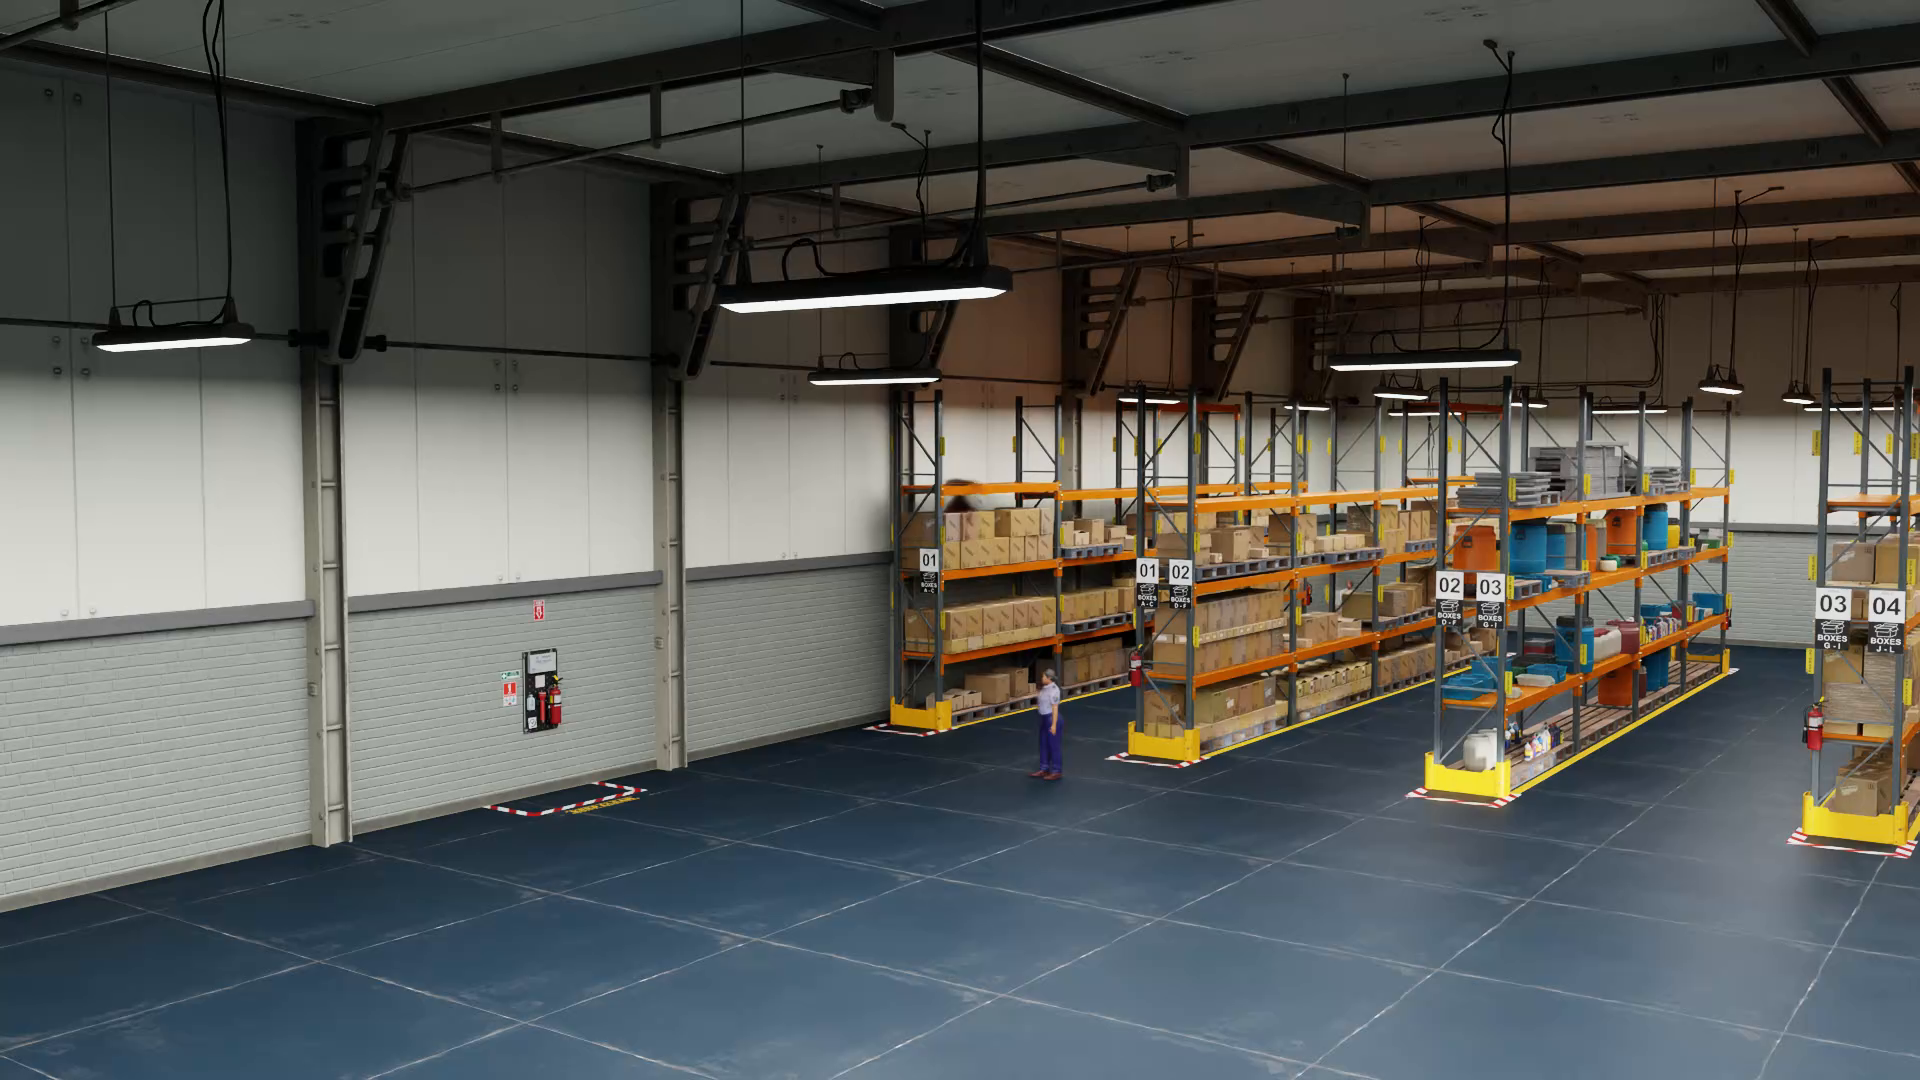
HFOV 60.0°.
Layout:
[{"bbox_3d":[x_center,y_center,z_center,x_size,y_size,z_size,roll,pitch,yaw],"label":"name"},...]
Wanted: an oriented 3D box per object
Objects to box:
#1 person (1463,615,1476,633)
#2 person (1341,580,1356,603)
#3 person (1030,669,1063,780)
[{"bbox_3d":[12.954,1.837,41.616,0.459,1.629,0.784,-1,3,-23],"label":"person"},{"bbox_3d":[9.953,1.800,42.689,0.465,1.577,0.640,-2,4,-26],"label":"person"},{"bbox_3d":[1.314,2.764,25.018,0.416,1.663,0.492,-1,3,-19],"label":"person"}]
